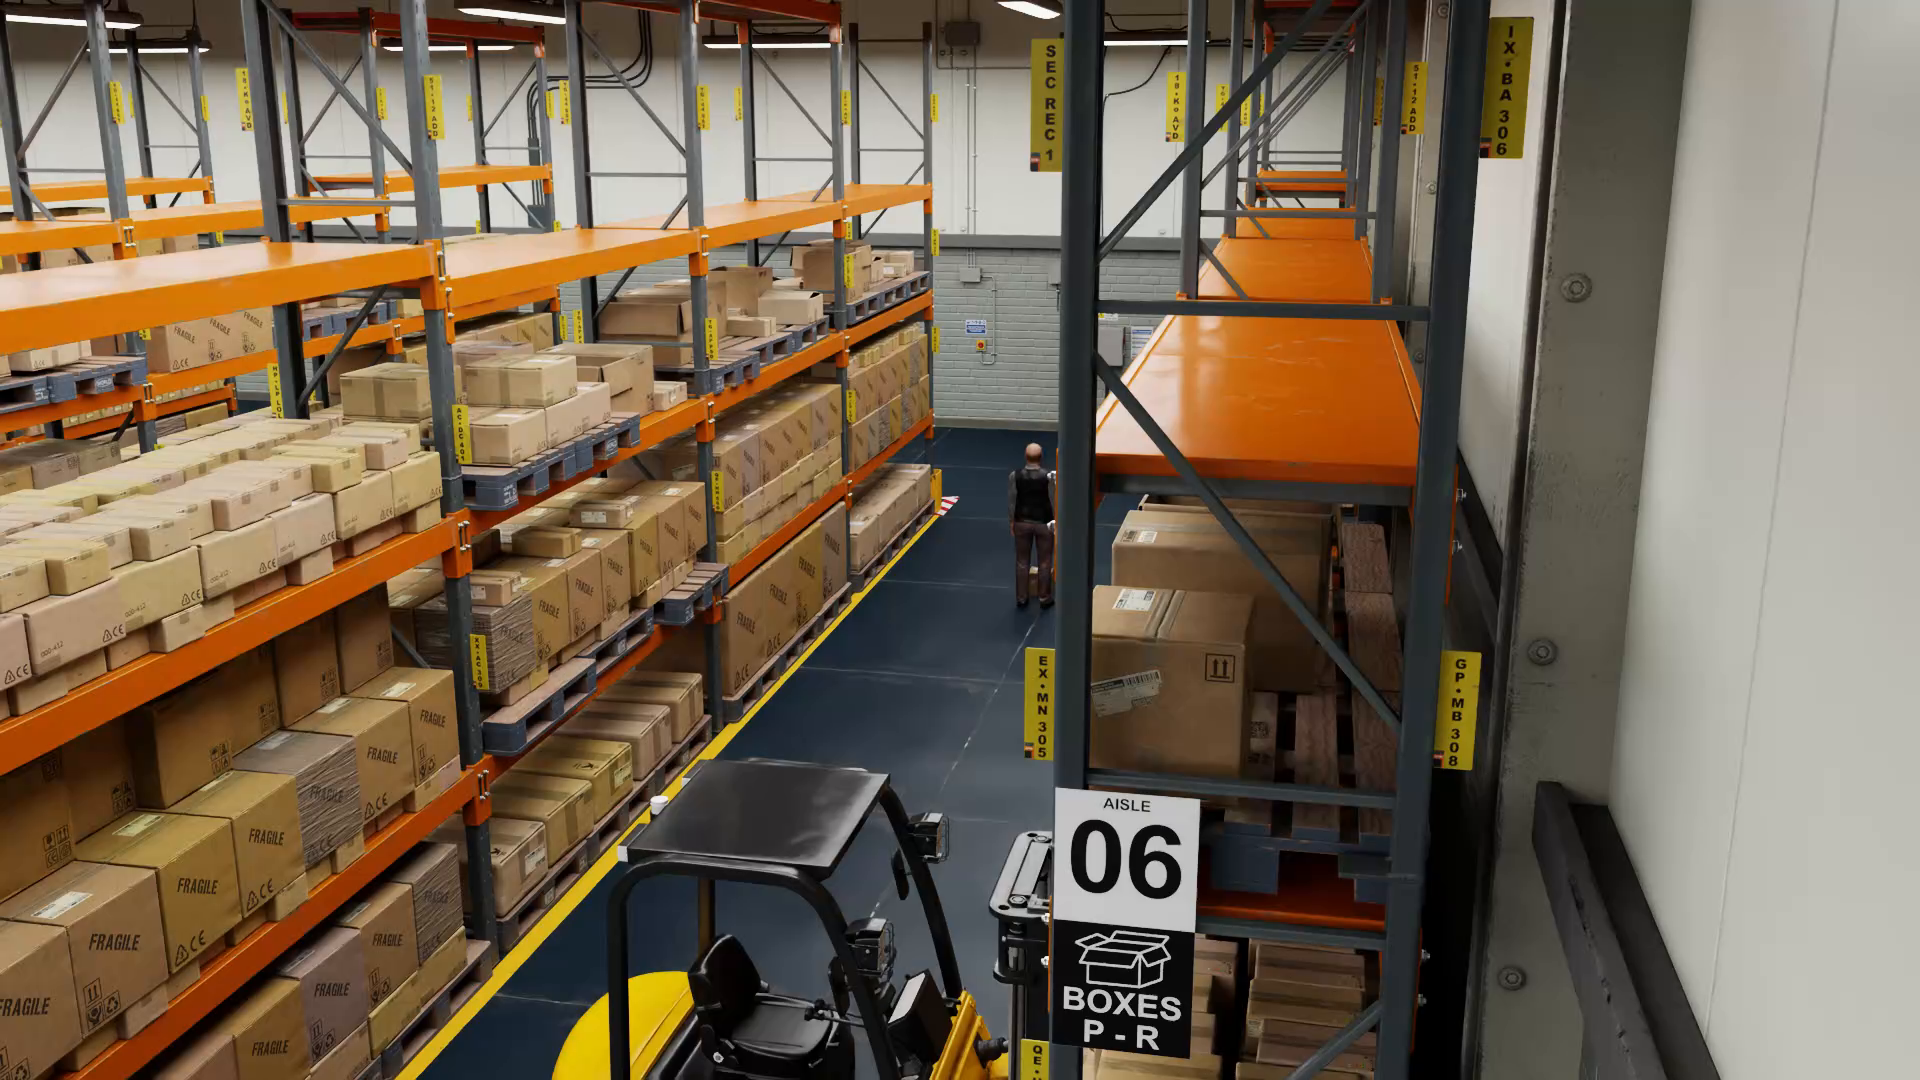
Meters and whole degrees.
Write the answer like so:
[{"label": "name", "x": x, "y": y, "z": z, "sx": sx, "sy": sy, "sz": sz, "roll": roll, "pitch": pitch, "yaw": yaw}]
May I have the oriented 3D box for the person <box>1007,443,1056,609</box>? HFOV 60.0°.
[{"label": "person", "x": 0.754, "y": -0.154, "z": 17.071, "sx": 0.534, "sy": 1.724, "sz": 0.346, "roll": 3, "pitch": 15, "yaw": 12}]
